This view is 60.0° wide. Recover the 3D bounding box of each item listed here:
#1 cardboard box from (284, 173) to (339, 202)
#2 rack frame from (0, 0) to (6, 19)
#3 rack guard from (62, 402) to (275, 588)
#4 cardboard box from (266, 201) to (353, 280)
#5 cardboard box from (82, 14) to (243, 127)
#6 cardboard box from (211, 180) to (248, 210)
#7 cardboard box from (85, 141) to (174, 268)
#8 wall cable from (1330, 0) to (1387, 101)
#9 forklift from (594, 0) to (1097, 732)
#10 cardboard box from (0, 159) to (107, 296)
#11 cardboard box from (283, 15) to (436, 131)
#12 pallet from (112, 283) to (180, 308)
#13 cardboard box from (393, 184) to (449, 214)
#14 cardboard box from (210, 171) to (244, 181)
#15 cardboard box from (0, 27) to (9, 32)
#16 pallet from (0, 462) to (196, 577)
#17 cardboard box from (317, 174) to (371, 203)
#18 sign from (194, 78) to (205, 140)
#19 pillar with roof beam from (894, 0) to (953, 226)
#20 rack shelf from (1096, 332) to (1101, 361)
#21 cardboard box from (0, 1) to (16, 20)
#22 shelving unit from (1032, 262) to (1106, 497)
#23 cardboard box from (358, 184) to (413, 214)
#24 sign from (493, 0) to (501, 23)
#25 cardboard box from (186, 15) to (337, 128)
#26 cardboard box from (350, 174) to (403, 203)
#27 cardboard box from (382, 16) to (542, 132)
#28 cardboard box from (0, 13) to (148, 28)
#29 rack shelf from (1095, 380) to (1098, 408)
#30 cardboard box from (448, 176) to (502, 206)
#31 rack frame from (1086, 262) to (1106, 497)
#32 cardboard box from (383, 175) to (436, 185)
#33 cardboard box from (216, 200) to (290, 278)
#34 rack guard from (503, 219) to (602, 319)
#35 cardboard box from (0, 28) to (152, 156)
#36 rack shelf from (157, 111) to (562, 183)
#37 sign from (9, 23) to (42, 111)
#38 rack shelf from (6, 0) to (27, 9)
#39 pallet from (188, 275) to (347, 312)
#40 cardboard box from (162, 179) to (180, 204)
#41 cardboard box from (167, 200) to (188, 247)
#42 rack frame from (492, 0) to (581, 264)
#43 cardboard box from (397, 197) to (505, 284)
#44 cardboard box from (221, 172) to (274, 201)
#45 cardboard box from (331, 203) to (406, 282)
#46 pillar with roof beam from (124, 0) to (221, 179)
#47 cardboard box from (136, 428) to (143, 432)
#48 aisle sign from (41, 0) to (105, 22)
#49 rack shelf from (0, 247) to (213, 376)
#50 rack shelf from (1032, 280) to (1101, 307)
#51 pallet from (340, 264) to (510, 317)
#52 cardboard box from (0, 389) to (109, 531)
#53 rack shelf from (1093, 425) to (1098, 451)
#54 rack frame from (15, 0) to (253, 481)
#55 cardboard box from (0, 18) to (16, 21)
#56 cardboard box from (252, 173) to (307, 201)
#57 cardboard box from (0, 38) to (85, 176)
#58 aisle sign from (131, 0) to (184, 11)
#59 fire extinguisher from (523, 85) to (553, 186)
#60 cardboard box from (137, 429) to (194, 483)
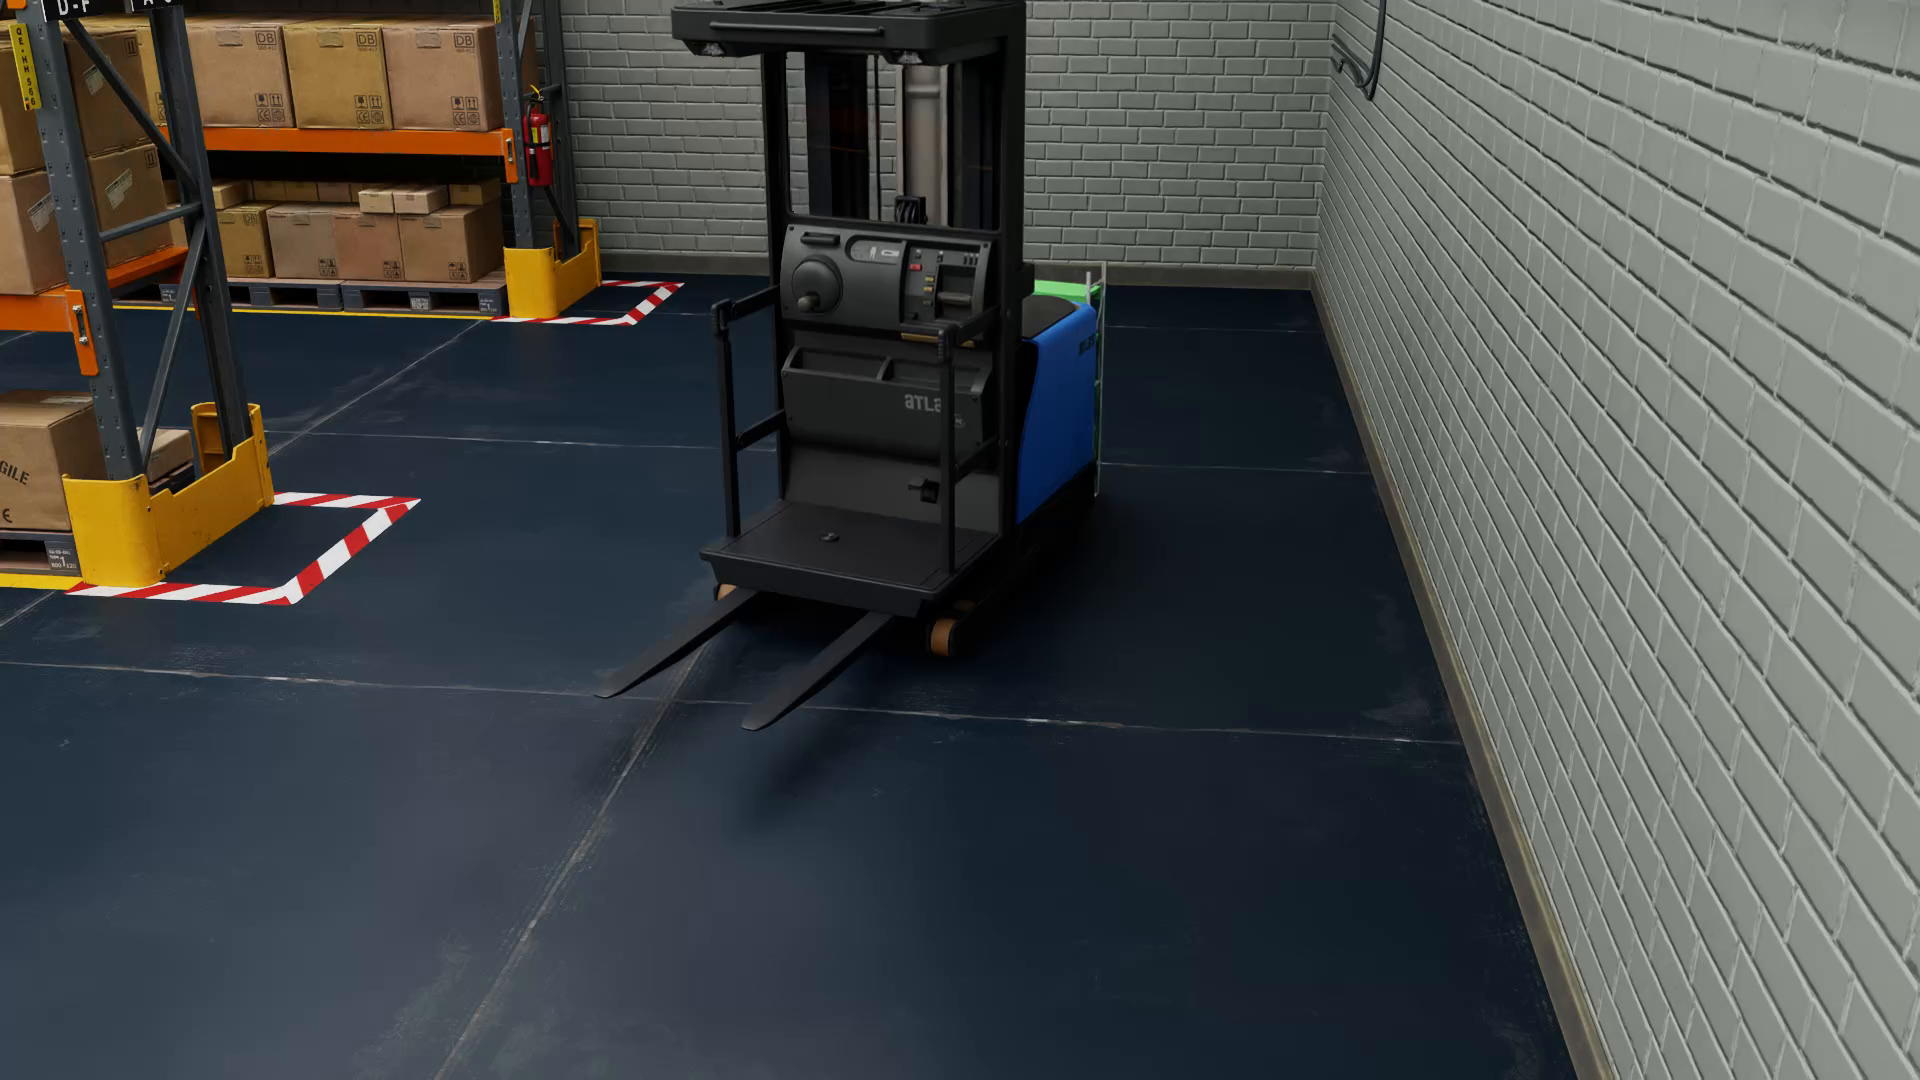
[{"bbox_3d":[-4.869,-2.655,12.523,0.250,0.149,0.380,3,22,7],"label":"cardboard box"},{"bbox_3d":[-7.023,-3.378,12.405,0.127,3.000,1.000,2,22,6],"label":"rack frame"},{"bbox_3d":[-3.705,-0.237,7.860,0.348,0.500,1.175,2,22,6],"label":"rack guard"},{"bbox_3d":[-4.754,-2.275,12.443,0.500,0.500,0.700,2,22,5],"label":"cardboard box"},{"bbox_3d":[-5.762,-3.455,12.191,0.700,0.700,0.980,2,22,5],"label":"cardboard box"},{"bbox_3d":[-5.455,-2.539,12.229,0.250,0.149,0.380,2,22,5],"label":"cardboard box"},{"bbox_3d":[-4.039,-1.559,7.666,0.500,0.500,0.500,3,22,7],"label":"cardboard box"},{"bbox_3d":[2.524,-4.176,10.487,0.112,2.526,3.097,2,22,6],"label":"wall cable"},{"bbox_3d":[-0.395,-1.063,6.643,1.130,2.935,3.031,9,23,22],"label":"forklift"},{"bbox_3d":[-4.107,-1.363,7.172,0.500,0.500,0.500,3,22,8],"label":"cardboard box"},{"bbox_3d":[-4.282,-3.391,12.028,0.700,0.700,0.980,2,22,6],"label":"cardboard box"},{"bbox_3d":[-6.277,-2.020,12.763,1.213,0.211,1.003,2,22,6],"label":"pallet"},{"bbox_3d":[-3.906,-2.473,12.061,0.250,0.149,0.380,2,22,6],"label":"cardboard box"},{"bbox_3d":[-5.628,-2.689,12.607,0.250,0.149,0.380,2,22,5],"label":"cardboard box"},{"bbox_3d":[-4.559,-2.043,7.533,0.500,0.500,0.500,3,22,7],"label":"cardboard box"},{"bbox_3d":[-4.497,-0.137,8.000,1.213,0.211,1.003,2,22,6],"label":"pallet"},{"bbox_3d":[-4.614,-2.645,12.496,0.250,0.149,0.380,3,22,7],"label":"cardboard box"},{"bbox_3d":[-3.566,-1.997,7.734,0.005,0.325,0.100,2,22,6],"label":"sign"},{"bbox_3d":[-0.774,-4.622,7.392,0.400,9.000,9.100,2,22,6],"label":"pillar with roof beam"},{"bbox_3d":[0.434,-0.956,8.247,0.480,0.148,0.258,9,23,22],"label":"rack shelf"},{"bbox_3d":[-7.449,-4.036,12.482,0.500,0.250,0.500,3,22,8],"label":"cardboard box"},{"bbox_3d":[0.434,-0.792,8.311,0.503,1.200,0.258,9,23,22],"label":"shelving unit"},{"bbox_3d":[-4.160,-2.483,12.088,0.250,0.149,0.380,3,22,8],"label":"cardboard box"},{"bbox_3d":[-3.128,-3.656,11.212,0.005,0.325,0.100,2,22,6],"label":"sign"},{"bbox_3d":[-5.038,-3.427,12.120,0.700,0.700,0.980,1,22,4],"label":"cardboard box"},{"bbox_3d":[-4.361,-2.634,12.469,0.250,0.149,0.380,3,22,7],"label":"cardboard box"},{"bbox_3d":[-3.558,-3.363,11.959,0.700,0.700,0.980,3,22,9],"label":"cardboard box"},{"bbox_3d":[-6.486,-3.488,12.276,0.700,0.700,0.980,3,22,7],"label":"cardboard box"},{"bbox_3d":[0.434,-0.733,8.335,0.480,0.148,0.258,9,23,22],"label":"rack shelf"},{"bbox_3d":[-3.610,-2.601,12.386,0.250,0.149,0.380,3,22,7],"label":"cardboard box"},{"bbox_3d":[0.657,-0.756,8.220,0.015,1.200,0.240,9,23,22],"label":"rack frame"},{"bbox_3d":[-4.113,-2.623,12.441,0.250,0.149,0.380,3,22,6],"label":"cardboard box"},{"bbox_3d":[-5.284,-2.296,12.495,0.500,0.500,0.700,3,22,8],"label":"cardboard box"},{"bbox_3d":[-3.027,-2.042,12.425,0.348,0.500,1.175,2,22,6],"label":"rack guard"},{"bbox_3d":[-4.039,-2.024,7.482,0.500,0.500,0.500,3,22,8],"label":"cardboard box"},{"bbox_3d":[-5.037,-2.957,12.319,4.000,0.370,1.077,2,22,6],"label":"rack shelf"},{"bbox_3d":[-3.715,-1.880,6.611,0.005,0.325,0.100,2,22,6],"label":"sign"},{"bbox_3d":[-5.616,-2.544,7.192,4.000,0.370,1.077,2,22,6],"label":"rack shelf"},{"bbox_3d":[-5.062,-1.968,12.631,1.213,0.211,1.003,2,22,6],"label":"pallet"},{"bbox_3d":[-5.974,-2.562,12.286,0.250,0.149,0.380,3,22,8],"label":"cardboard box"},{"bbox_3d":[-5.794,-2.319,12.553,0.500,0.500,0.700,2,22,6],"label":"cardboard box"},{"bbox_3d":[-3.051,-3.205,11.968,0.127,3.000,1.000,2,22,6],"label":"rack frame"},{"bbox_3d":[-3.757,-2.232,12.334,0.500,0.500,0.700,2,22,6],"label":"cardboard box"},{"bbox_3d":[-5.377,-2.677,12.579,0.250,0.149,0.380,3,22,7],"label":"cardboard box"},{"bbox_3d":[-4.254,-2.254,12.389,0.500,0.500,0.700,2,22,6],"label":"cardboard box"},{"bbox_3d":[-6.732,-4.882,8.049,0.400,9.000,9.100,2,22,6],"label":"pillar with roof beam"},{"bbox_3d":[-4.253,-0.438,8.223,0.250,0.166,0.380,2,22,6],"label":"cardboard box"},{"bbox_3d":[-3.598,-2.491,6.624,0.004,0.787,0.394,2,22,6],"label":"aisle sign"},{"bbox_3d":[-5.616,-1.149,7.744,4.000,0.370,1.077,2,22,6],"label":"rack shelf"},{"bbox_3d":[0.434,-1.179,8.159,0.480,0.148,0.258,9,23,22],"label":"rack shelf"},{"bbox_3d":[-3.854,-1.915,12.496,1.213,0.211,1.003,2,22,6],"label":"pallet"},{"bbox_3d":[-4.199,-0.372,7.603,0.500,0.500,0.500,2,22,6],"label":"cardboard box"},{"bbox_3d":[0.434,-0.509,8.423,0.480,0.148,0.258,9,23,22],"label":"rack shelf"},{"bbox_3d":[-3.630,-1.397,7.393,0.127,3.000,1.000,2,22,6],"label":"rack frame"},{"bbox_3d":[-7.450,-3.684,12.612,0.500,0.500,0.500,2,22,4],"label":"cardboard box"},{"bbox_3d":[-5.120,-2.667,12.551,0.250,0.149,0.380,2,22,5],"label":"cardboard box"},{"bbox_3d":[-4.104,-1.827,6.985,0.500,0.500,0.500,2,22,6],"label":"cardboard box"},{"bbox_3d":[-3.527,-2.710,7.178,0.004,0.787,0.394,2,22,6],"label":"aisle sign"},{"bbox_3d":[-2.955,-2.821,11.608,0.183,0.674,0.296,2,22,6],"label":"fire extinguisher"},{"bbox_3d":[-4.005,-0.419,8.199,0.250,0.149,0.380,2,22,6],"label":"cardboard box"}]
